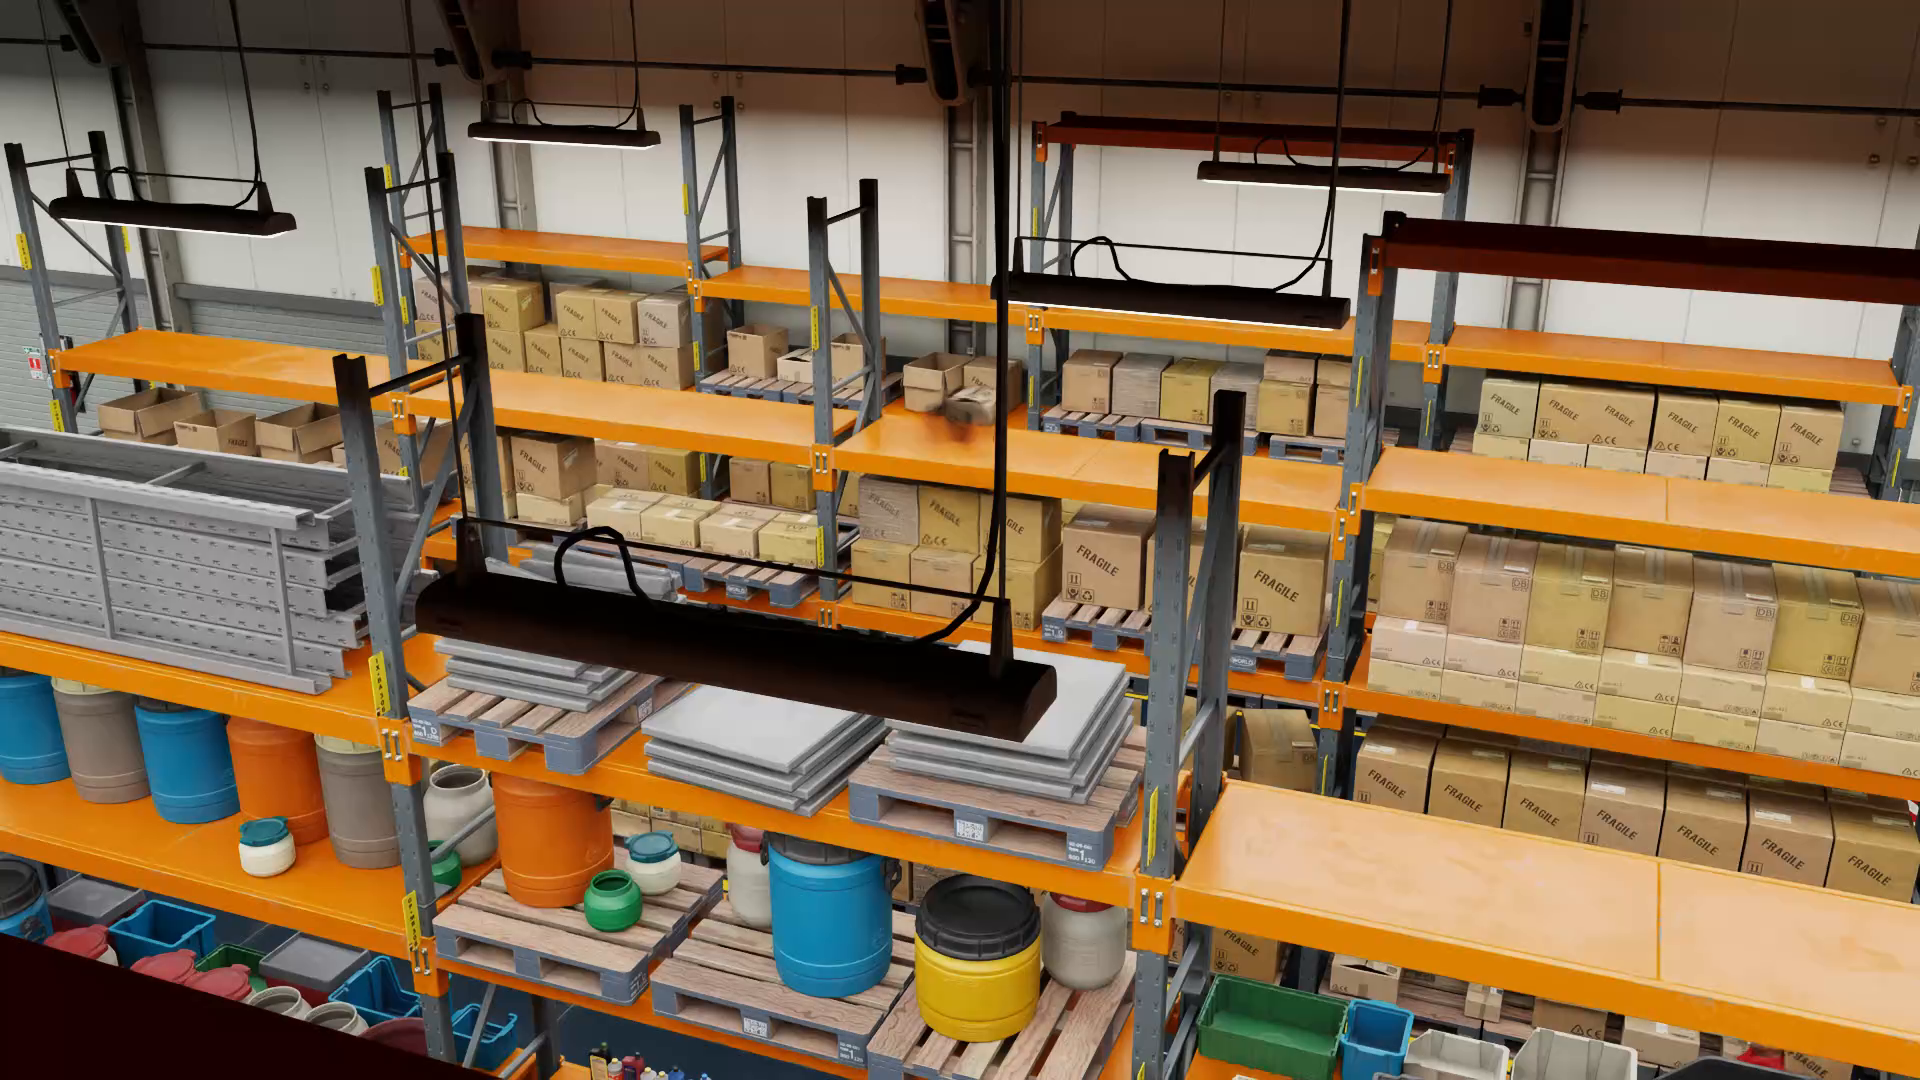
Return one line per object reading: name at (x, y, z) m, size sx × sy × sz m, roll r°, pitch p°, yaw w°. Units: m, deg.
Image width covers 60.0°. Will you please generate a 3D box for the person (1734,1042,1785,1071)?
person at (4.806, 3.667, 10.360) m, size 1.026 × 1.652 × 0.610 m, roll 7°, pitch 22°, yaw 18°
